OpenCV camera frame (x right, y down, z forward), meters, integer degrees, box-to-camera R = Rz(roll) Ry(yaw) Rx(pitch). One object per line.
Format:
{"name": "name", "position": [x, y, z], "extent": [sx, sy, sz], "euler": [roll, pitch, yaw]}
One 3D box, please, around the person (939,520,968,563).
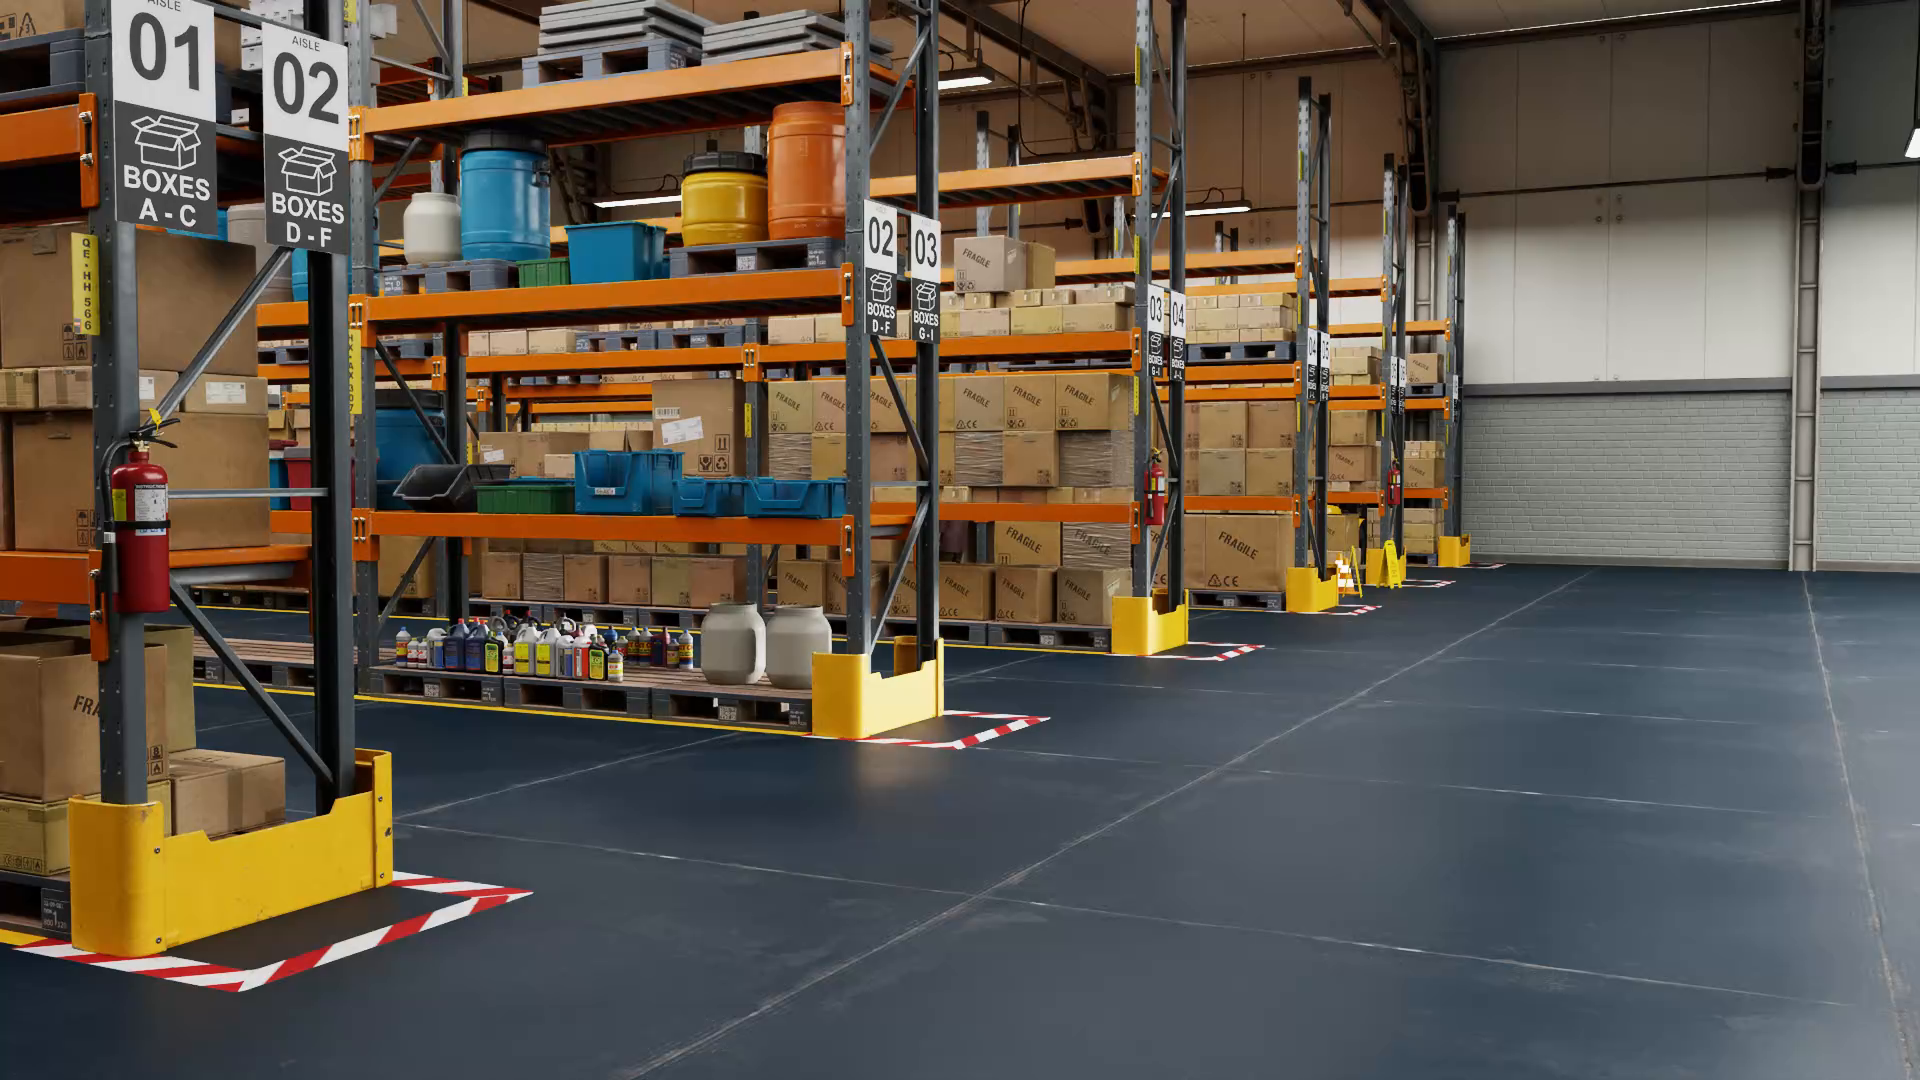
{"name": "person", "position": [-0.118, -0.091, 19.186], "extent": [0.417, 1.774, 0.652], "euler": [1, 3, 25]}
